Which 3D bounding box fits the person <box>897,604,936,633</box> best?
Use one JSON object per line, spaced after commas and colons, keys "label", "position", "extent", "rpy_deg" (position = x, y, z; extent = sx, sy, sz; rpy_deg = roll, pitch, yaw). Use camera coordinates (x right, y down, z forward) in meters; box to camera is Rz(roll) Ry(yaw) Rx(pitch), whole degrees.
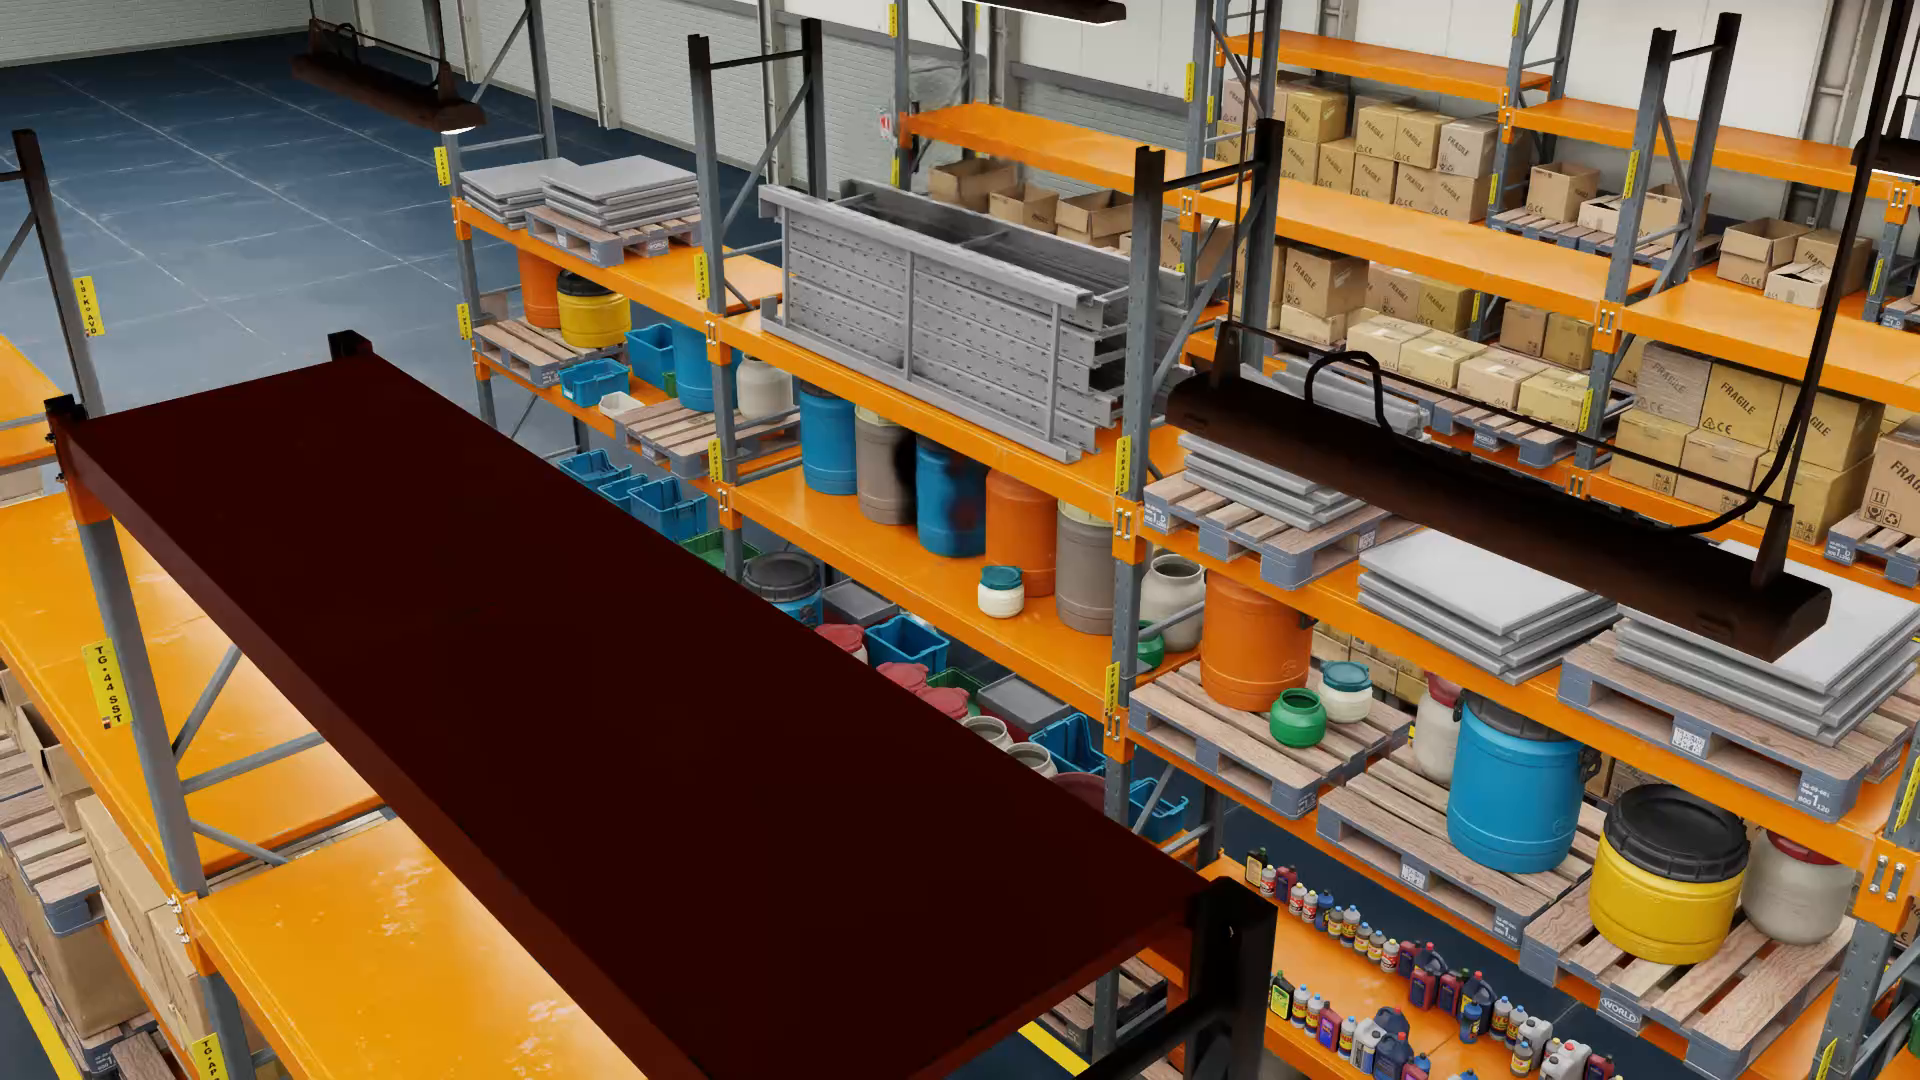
{"label": "person", "position": [-0.523, 0.174, 15.283], "extent": [0.724, 1.805, 0.632], "rpy_deg": [12, 29, 23]}
